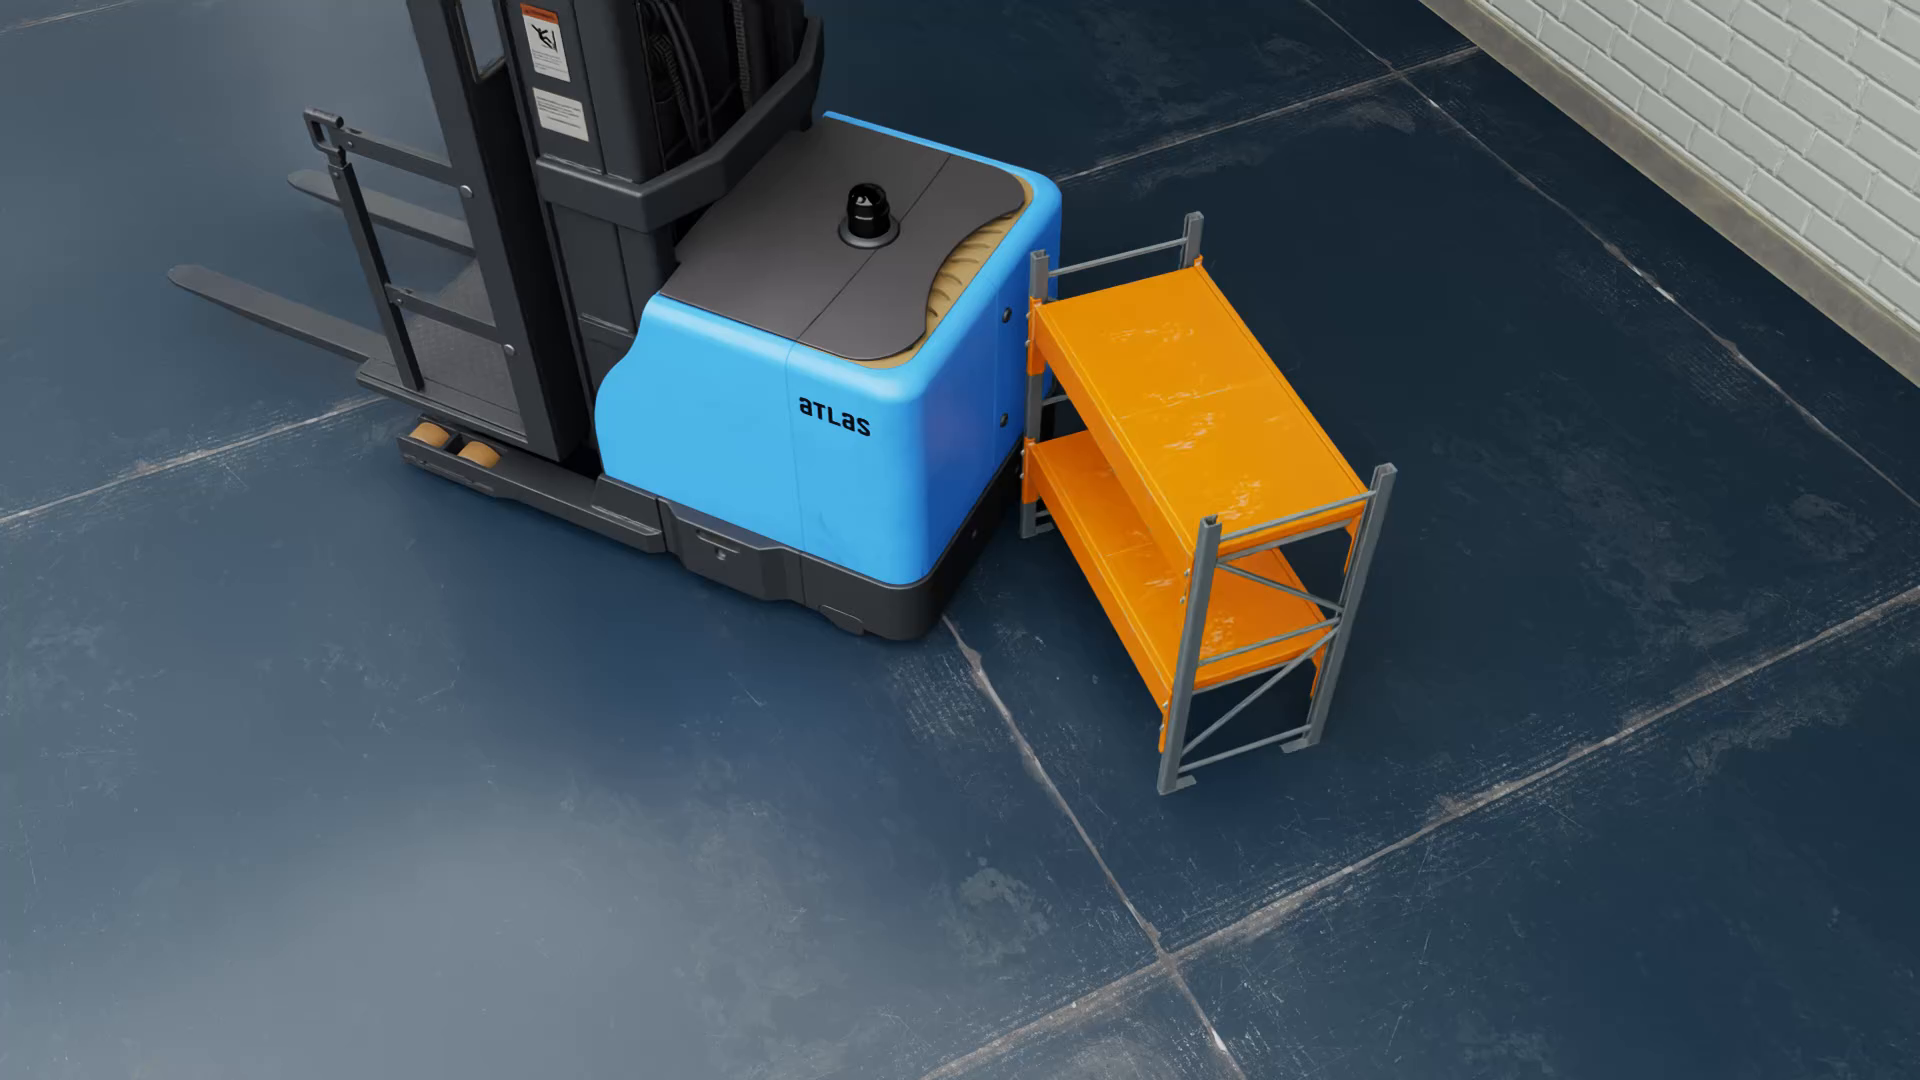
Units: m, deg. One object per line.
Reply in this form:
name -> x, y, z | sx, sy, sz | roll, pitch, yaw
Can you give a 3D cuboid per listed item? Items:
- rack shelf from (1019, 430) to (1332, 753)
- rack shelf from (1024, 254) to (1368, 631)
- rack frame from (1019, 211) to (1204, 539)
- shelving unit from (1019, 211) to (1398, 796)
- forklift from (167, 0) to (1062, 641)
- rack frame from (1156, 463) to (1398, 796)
rack shelf -> 0.607, 0.068, 4.768 | 0.538, 0.278, 1.000 | -16, 51, -14
rack shelf -> 0.607, -0.285, 4.364 | 0.538, 0.278, 1.000 | -16, 51, -14
rack frame -> 0.426, -0.450, 4.897 | 0.500, 1.125, 0.032 | -16, 51, -14
shelving unit -> 0.607, -0.093, 4.584 | 0.538, 1.125, 1.048 | -16, 51, -14
forklift -> -1.246, -1.454, 4.575 | 3.031, 2.935, 1.130 | 20, 52, 17
rack frame -> 0.787, 0.265, 4.271 | 0.500, 1.125, 0.032 | -16, 51, -14
